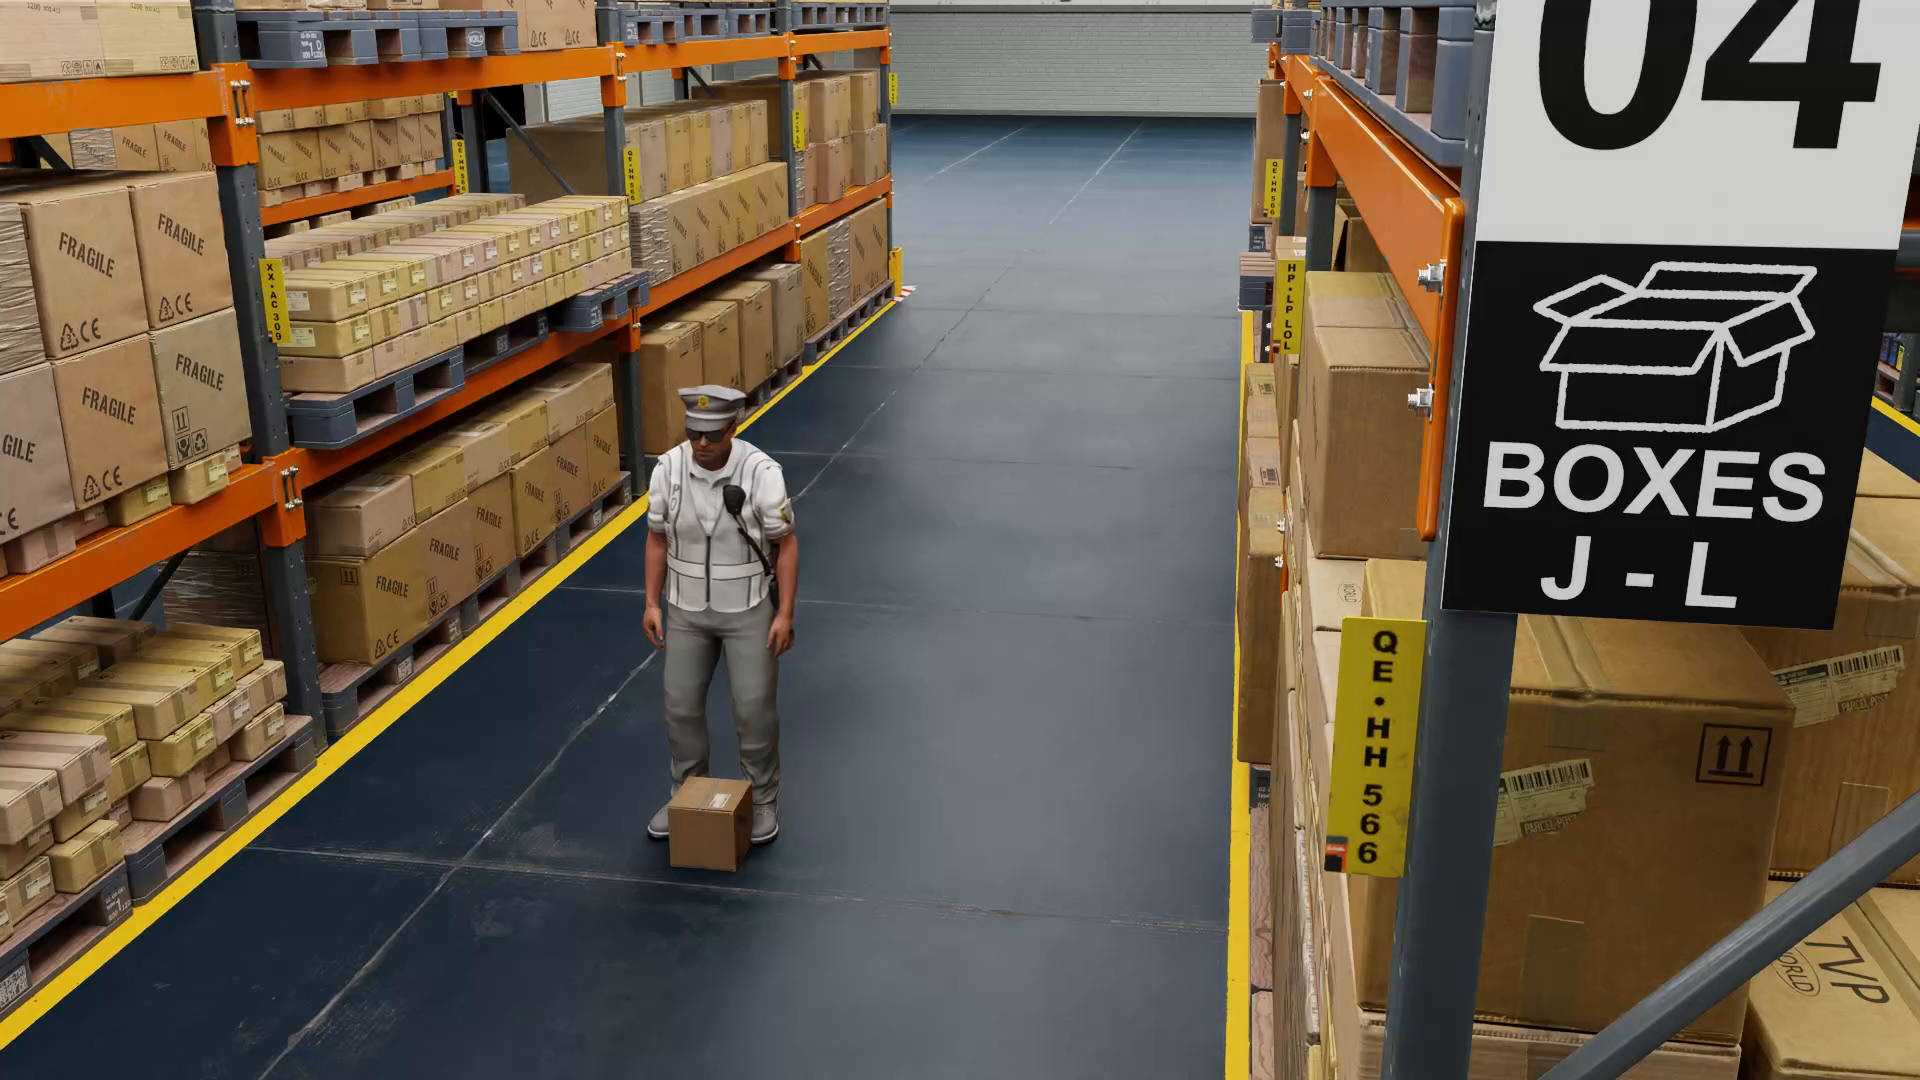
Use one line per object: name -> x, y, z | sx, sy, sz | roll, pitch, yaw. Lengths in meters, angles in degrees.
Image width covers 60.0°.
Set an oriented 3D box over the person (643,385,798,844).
person -> -0.890, 0.260, 6.228 | 0.585, 1.748, 0.432 | 3, 18, 9
